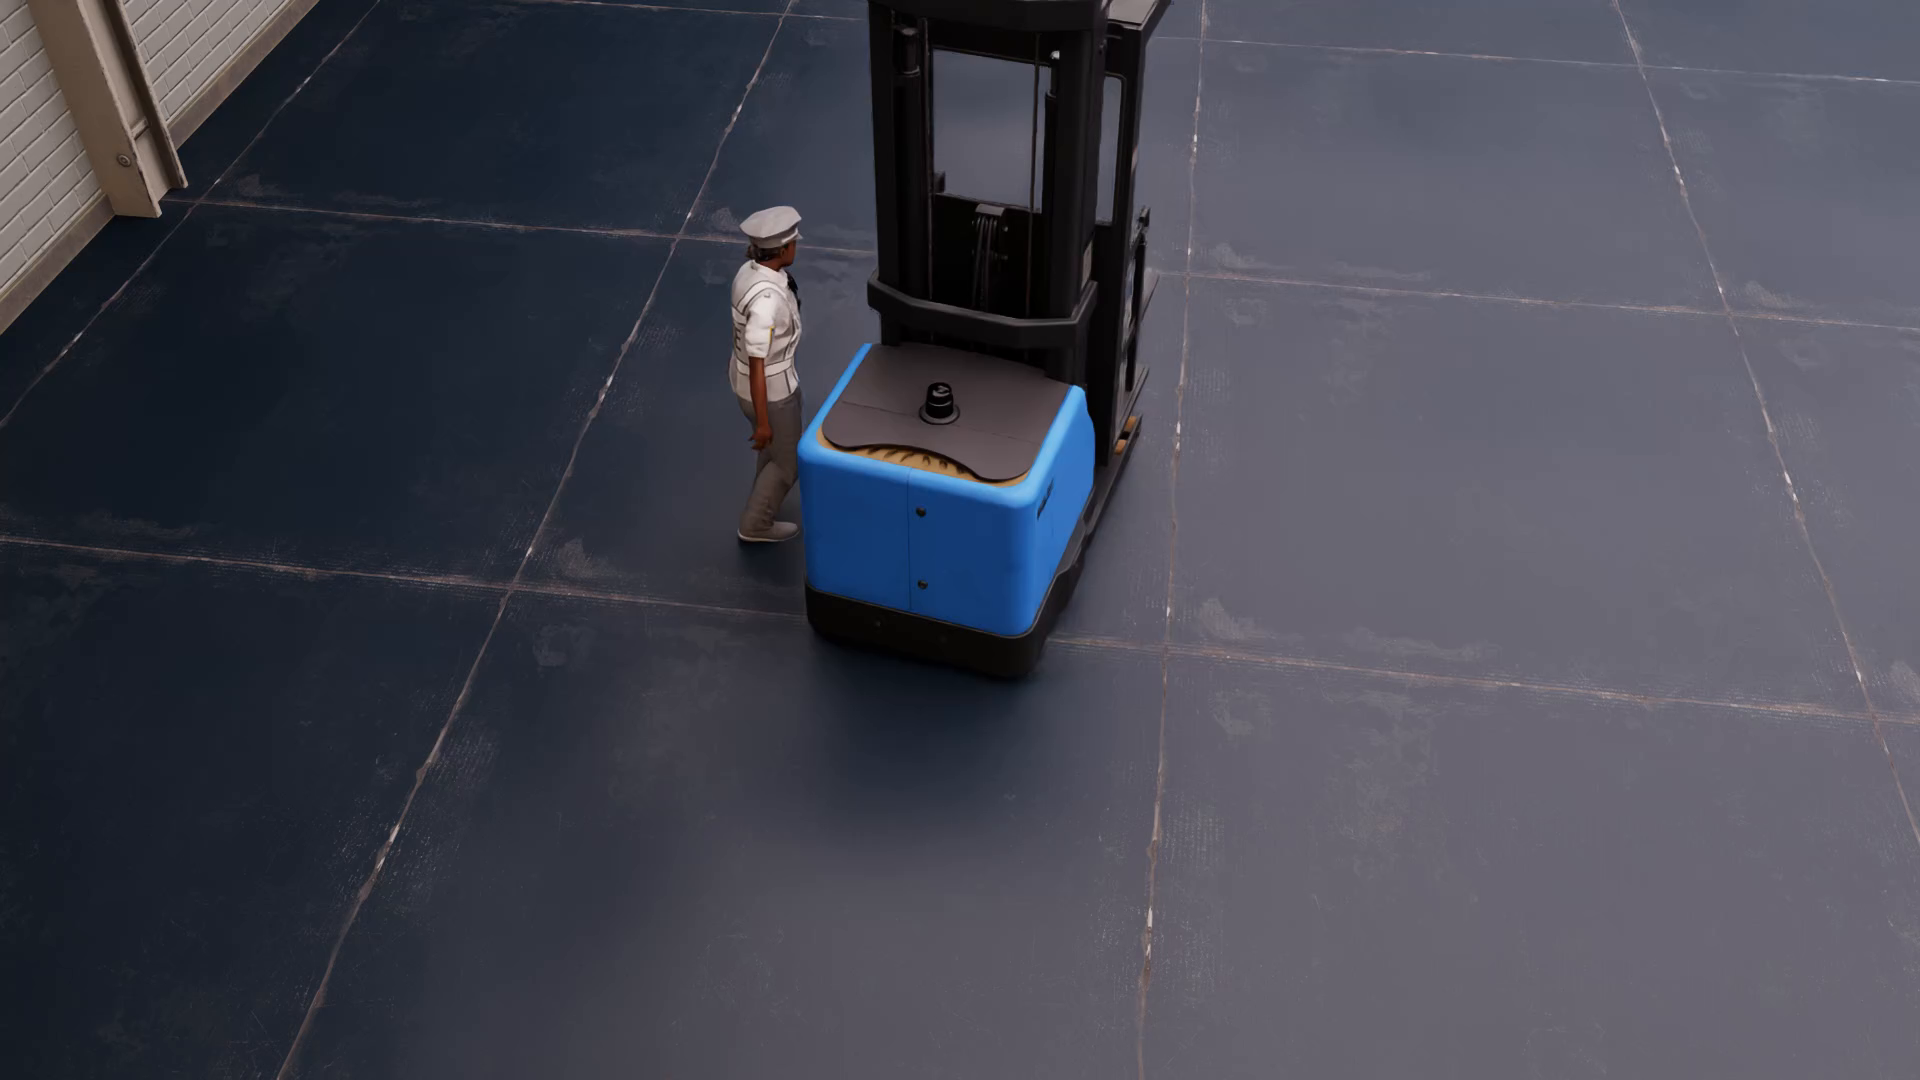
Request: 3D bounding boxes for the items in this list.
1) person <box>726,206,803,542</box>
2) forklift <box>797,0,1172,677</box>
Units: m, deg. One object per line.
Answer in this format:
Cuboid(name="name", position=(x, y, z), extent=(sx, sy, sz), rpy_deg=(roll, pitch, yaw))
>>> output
Cuboid(name="person", position=(-0.870, -0.722, 7.498), extent=(0.432, 1.631, 0.807), rpy_deg=(-8, 43, -9))
Cuboid(name="forklift", position=(0.281, -1.501, 7.359), extent=(1.130, 2.935, 3.031), rpy_deg=(13, 44, 14))
